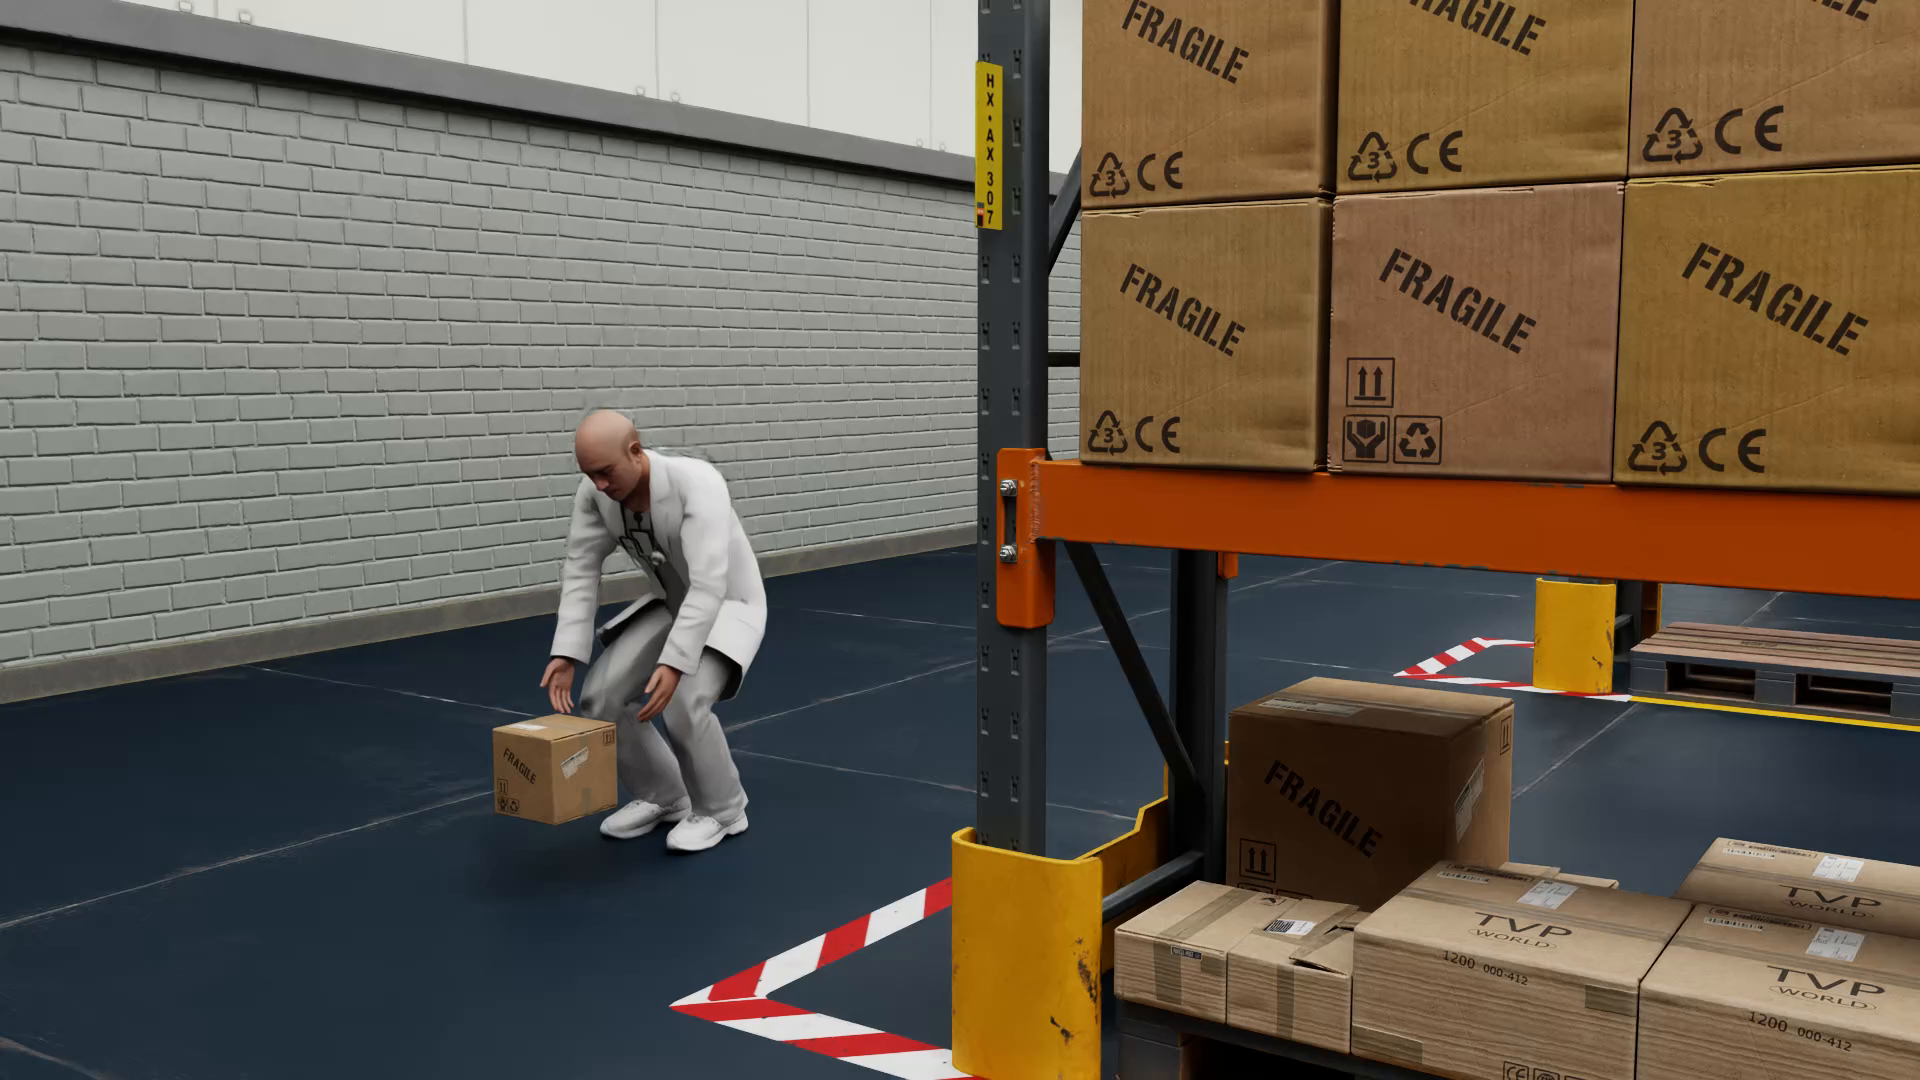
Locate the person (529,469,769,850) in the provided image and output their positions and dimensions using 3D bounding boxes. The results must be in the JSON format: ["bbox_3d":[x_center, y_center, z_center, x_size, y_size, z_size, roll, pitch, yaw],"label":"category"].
[{"bbox_3d":[-0.918,0.358,5.172,0.627,1.195,0.823,4,7,33],"label":"person"}]
